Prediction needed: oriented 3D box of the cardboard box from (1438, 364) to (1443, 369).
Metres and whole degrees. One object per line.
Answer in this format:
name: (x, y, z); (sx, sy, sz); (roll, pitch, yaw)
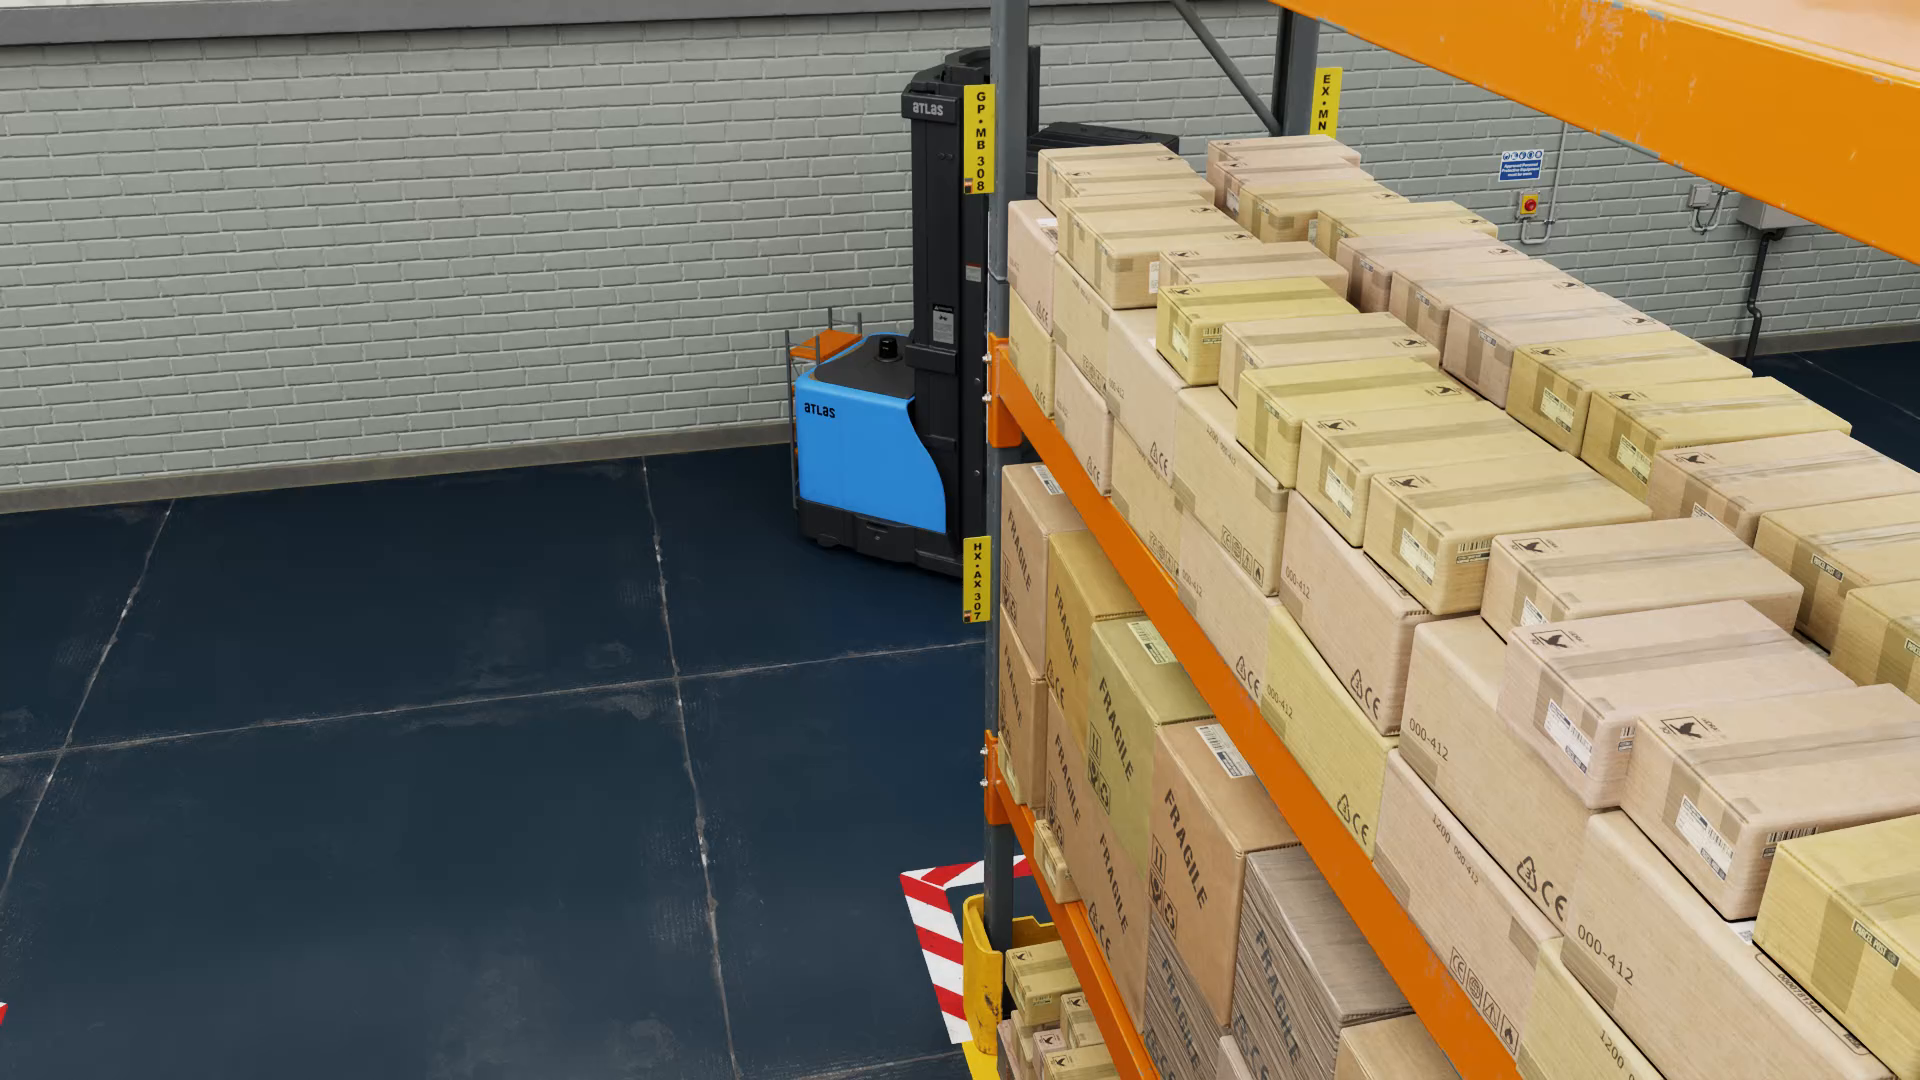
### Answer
cardboard box: (1.171, -0.402, 3.999); (0.500, 0.250, 0.500); (-6, 27, -11)

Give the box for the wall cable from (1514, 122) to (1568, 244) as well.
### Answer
wall cable: (4.097, -3.020, 11.742); (0.585, 1.953, 0.123); (-6, 27, -12)

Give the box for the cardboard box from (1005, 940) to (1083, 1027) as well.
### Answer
cardboard box: (0.377, 1.552, 5.884); (0.380, 0.149, 0.250); (-7, 28, -14)

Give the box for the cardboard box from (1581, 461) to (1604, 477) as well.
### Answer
cardboard box: (1.409, 0.051, 3.102); (0.500, 0.250, 0.500); (-5, 27, -11)

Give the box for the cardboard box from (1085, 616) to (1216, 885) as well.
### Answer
cardboard box: (0.648, 0.520, 4.341); (0.500, 0.500, 0.500); (-7, 28, -13)

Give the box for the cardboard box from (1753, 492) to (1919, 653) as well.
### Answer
cardboard box: (1.507, 0.052, 2.658); (0.380, 0.149, 0.250); (-7, 28, -13)

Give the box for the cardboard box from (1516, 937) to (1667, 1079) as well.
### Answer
cardboard box: (1.118, 0.764, 2.246); (0.500, 0.250, 0.500); (-5, 27, -10)

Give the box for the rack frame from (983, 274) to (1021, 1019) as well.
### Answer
rack frame: (0.590, 0.468, 5.994); (1.000, 3.000, 0.127); (-6, 27, -12)

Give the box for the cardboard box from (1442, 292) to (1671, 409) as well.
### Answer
cardboard box: (1.277, -0.412, 3.577); (0.380, 0.149, 0.250); (-7, 28, -13)

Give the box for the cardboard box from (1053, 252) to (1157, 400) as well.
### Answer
cardboard box: (0.555, -0.579, 4.352); (0.500, 0.250, 0.500); (-6, 27, -12)

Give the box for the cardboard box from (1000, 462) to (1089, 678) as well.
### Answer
cardboard box: (0.433, 0.068, 5.236); (0.500, 0.500, 0.500); (-6, 27, -12)

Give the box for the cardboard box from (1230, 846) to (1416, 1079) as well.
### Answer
cardboard box: (0.899, 0.969, 3.451); (0.500, 0.500, 0.500); (-5, 27, -10)

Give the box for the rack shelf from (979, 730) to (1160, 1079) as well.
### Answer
rack shelf: (1.041, 1.667, 4.417); (1.077, 0.370, 4.000); (-6, 27, -12)

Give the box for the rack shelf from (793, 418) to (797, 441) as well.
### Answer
rack shelf: (-0.841, -0.754, 10.561); (0.258, 0.148, 0.480); (14, 30, 25)

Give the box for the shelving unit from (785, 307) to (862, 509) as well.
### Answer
shelving unit: (-0.841, -0.814, 10.530); (0.258, 1.200, 0.503); (14, 30, 25)

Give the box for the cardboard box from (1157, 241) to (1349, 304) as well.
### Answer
cardboard box: (0.687, -0.591, 3.932); (0.380, 0.149, 0.250); (-5, 27, -10)

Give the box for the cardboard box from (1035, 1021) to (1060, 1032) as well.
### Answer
cardboard box: (0.458, 1.676, 5.968); (0.380, 0.149, 0.250); (-5, 27, -9)

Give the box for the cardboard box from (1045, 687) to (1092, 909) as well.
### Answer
cardboard box: (0.568, 0.748, 4.998); (0.500, 0.500, 0.500); (-6, 27, -11)

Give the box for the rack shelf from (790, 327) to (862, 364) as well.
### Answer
rack shelf: (-0.841, -1.164, 10.353); (0.258, 0.148, 0.480); (14, 30, 25)

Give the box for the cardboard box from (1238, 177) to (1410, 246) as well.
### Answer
cardboard box: (0.970, -0.859, 4.462); (0.380, 0.149, 0.250); (-7, 28, -13)

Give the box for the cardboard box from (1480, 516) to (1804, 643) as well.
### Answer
cardboard box: (1.045, 0.096, 2.572); (0.380, 0.149, 0.250); (-5, 27, -10)

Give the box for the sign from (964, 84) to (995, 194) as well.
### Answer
sign: (0.062, -1.206, 5.012); (0.100, 0.325, 0.005); (-6, 27, -12)

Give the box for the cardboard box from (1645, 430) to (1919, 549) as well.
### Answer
cardboard box: (1.429, -0.059, 2.879); (0.380, 0.149, 0.250); (-7, 28, -13)

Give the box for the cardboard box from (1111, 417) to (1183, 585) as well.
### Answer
cardboard box: (0.686, -0.125, 4.006); (0.500, 0.250, 0.500); (-7, 28, -13)

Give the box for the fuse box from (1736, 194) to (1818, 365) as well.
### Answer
fuse box: (6.176, -2.126, 12.564); (0.539, 1.711, 0.414); (-6, 27, -12)

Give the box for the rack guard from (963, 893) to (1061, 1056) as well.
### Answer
rack guard: (0.607, 1.617, 6.491); (1.175, 0.500, 0.348); (-6, 27, -12)

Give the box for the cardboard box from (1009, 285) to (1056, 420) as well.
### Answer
cardboard box: (0.442, -0.581, 4.910); (0.500, 0.250, 0.500); (-5, 27, -10)

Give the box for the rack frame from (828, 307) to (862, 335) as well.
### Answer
rack frame: (-0.726, -0.910, 10.722); (0.240, 1.200, 0.015); (14, 30, 25)

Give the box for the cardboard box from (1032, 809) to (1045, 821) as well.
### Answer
cardboard box: (0.442, 0.863, 5.490); (0.380, 0.149, 0.250); (-5, 27, -10)

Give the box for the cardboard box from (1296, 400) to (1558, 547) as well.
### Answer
cardboard box: (0.838, -0.124, 3.007); (0.380, 0.149, 0.250); (-6, 27, -12)

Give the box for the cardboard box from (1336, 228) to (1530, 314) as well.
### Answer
cardboard box: (1.134, -0.636, 4.022); (0.380, 0.149, 0.250); (-7, 28, -13)

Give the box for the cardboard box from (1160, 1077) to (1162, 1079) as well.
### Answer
cardboard box: (0.745, 1.435, 4.357); (0.380, 0.149, 0.250); (-5, 27, -10)

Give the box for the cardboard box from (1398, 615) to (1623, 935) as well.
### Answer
cardboard box: (1.034, 0.322, 2.566); (0.500, 0.250, 0.500); (-7, 28, -14)

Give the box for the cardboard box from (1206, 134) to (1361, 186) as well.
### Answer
cardboard box: (0.952, -1.089, 4.920); (0.380, 0.149, 0.250); (-6, 27, -12)

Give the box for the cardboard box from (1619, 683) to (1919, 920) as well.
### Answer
cardboard box: (1.085, 0.326, 2.116); (0.380, 0.149, 0.250); (-5, 27, -10)

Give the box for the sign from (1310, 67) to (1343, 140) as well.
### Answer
sign: (1.136, -1.314, 5.213); (0.100, 0.325, 0.005); (-6, 27, -12)

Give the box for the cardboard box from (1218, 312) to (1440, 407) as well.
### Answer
cardboard box: (0.763, -0.355, 3.465); (0.380, 0.149, 0.250); (-5, 27, -10)

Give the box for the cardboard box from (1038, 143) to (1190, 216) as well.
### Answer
cardboard box: (0.441, -1.040, 4.822); (0.380, 0.149, 0.250); (-6, 27, -12)

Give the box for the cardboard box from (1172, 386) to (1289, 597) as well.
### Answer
cardboard box: (0.772, -0.134, 3.470); (0.500, 0.250, 0.500); (-7, 28, -14)

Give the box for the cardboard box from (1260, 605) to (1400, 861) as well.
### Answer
cardboard box: (0.902, 0.320, 3.124); (0.500, 0.250, 0.500); (-6, 27, -12)

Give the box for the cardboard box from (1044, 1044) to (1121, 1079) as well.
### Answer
cardboard box: (0.489, 1.784, 5.423); (0.380, 0.149, 0.250); (-6, 27, -12)

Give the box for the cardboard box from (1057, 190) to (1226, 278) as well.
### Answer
cardboard box: (0.471, -0.800, 4.346); (0.380, 0.149, 0.250); (-6, 27, -12)

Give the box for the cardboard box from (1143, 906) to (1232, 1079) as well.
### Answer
cardboard box: (0.787, 1.187, 4.128); (0.500, 0.500, 0.500); (-7, 28, -13)

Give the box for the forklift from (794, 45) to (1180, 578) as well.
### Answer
forklift: (0.554, -1.174, 9.323); (3.031, 2.935, 1.130); (14, 30, 25)
